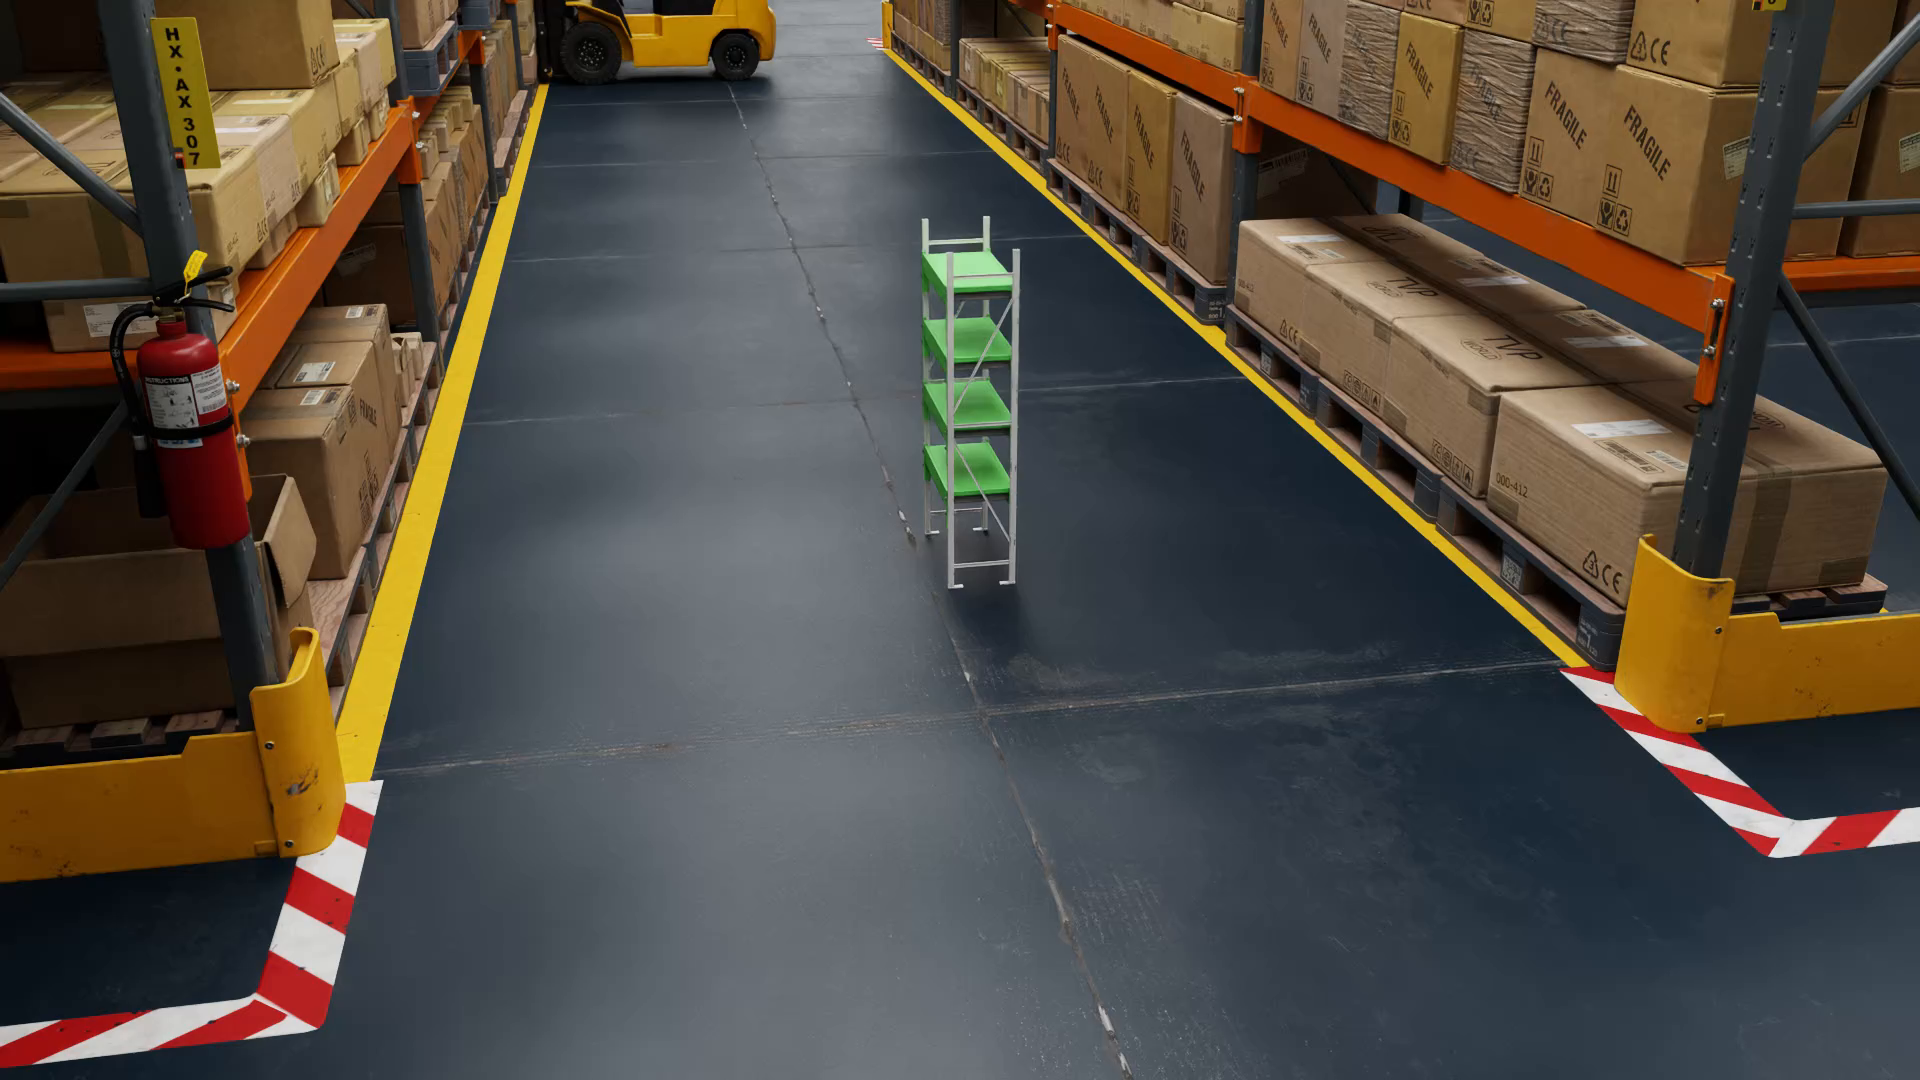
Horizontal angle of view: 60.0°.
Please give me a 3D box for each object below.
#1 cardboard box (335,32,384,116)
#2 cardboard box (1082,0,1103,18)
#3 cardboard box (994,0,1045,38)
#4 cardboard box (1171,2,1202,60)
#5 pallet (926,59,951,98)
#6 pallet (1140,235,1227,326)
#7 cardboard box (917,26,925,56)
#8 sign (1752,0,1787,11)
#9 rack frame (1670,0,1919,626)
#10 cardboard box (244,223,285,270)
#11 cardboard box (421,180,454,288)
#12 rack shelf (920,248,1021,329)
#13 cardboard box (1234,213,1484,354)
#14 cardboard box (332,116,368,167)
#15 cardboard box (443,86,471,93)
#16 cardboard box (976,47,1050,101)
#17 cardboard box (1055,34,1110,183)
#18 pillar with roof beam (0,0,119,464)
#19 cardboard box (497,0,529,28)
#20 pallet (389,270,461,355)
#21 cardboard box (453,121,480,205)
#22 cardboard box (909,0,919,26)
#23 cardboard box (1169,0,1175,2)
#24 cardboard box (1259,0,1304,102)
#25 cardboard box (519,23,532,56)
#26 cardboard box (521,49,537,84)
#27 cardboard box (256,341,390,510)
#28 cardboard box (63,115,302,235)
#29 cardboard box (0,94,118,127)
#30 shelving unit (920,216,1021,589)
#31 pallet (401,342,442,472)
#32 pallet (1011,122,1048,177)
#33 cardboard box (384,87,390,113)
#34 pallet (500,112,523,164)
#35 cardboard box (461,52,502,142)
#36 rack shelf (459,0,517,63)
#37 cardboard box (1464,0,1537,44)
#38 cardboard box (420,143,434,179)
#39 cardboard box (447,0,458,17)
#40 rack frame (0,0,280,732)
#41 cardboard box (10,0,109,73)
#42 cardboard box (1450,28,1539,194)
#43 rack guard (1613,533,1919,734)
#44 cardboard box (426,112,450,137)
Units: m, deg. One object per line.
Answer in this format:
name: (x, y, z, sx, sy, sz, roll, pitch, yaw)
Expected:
cardboard box: (-2.544, -1.809, 6.461, 0.500, 0.250, 0.500, -4, 24, -10)
cardboard box: (1.108, -3.582, 10.890, 0.500, 0.250, 0.500, -5, 24, -11)
cardboard box: (0.569, -5.164, 16.299, 0.500, 0.500, 0.500, -3, 24, -7)
cardboard box: (1.468, -2.778, 9.051, 0.500, 0.250, 0.500, -5, 24, -10)
pallet: (0.254, -4.619, 16.563, 1.003, 0.211, 1.213, -4, 24, -10)
pallet: (1.675, -1.509, 9.441, 1.003, 0.211, 1.213, -4, 24, -10)
cardboard box: (-0.158, -5.190, 17.295, 0.500, 0.250, 0.500, -4, 24, -9)
sign: (2.096, -1.520, 4.240, 0.100, 0.325, 0.005, -4, 24, -10)
rack frame: (2.632, -0.915, 4.598, 1.000, 3.000, 0.127, -4, 24, -10)
cardboard box: (-2.199, -0.882, 4.837, 0.380, 0.149, 0.250, -4, 24, -8)
cardboard box: (-2.962, -1.583, 8.724, 0.500, 0.500, 0.500, -5, 24, -10)
rack shelf: (0.031, -0.866, 5.694, 0.258, 0.148, 0.480, -4, 24, -10)
cardboard box: (1.903, -1.252, 8.046, 0.875, 0.438, 0.875, -5, 24, -11)
cardboard box: (-2.440, -1.493, 6.235, 0.380, 0.149, 0.250, -5, 24, -11)
cardboard box: (-3.385, -2.862, 10.843, 0.380, 0.149, 0.250, -5, 24, -12)
cardboard box: (0.649, -4.135, 14.729, 0.950, 0.372, 0.625, -3, 24, -6)
cardboard box: (1.199, -3.003, 11.508, 0.875, 0.875, 0.875, -5, 24, -10)
pillar with roof beam: (0.488, -4.847, 6.105, 9.100, 9.000, 0.400, -4, 24, -10)
cardboard box: (-4.246, -4.871, 15.316, 0.500, 0.250, 0.500, -5, 24, -11)
pallet: (-3.173, -1.159, 8.641, 1.003, 0.211, 1.213, -4, 24, -10)
cardboard box: (-3.353, -2.392, 10.578, 0.500, 0.500, 0.500, -5, 24, -11)
cardboard box: (-0.259, -5.735, 17.606, 0.500, 0.500, 0.500, -4, 24, -9)
cardboard box: (1.370, -3.204, 9.401, 0.500, 0.250, 0.500, -4, 24, -8)
cardboard box: (1.722, -2.331, 7.714, 0.500, 0.500, 0.500, -4, 24, -8)
cardboard box: (-4.251, -4.641, 15.415, 0.500, 0.250, 0.500, -4, 24, -10)
cardboard box: (-4.229, -4.414, 15.519, 0.500, 0.250, 0.500, -4, 24, -9)
cardboard box: (-2.385, -0.396, 6.006, 0.500, 0.500, 0.500, -4, 24, -9)
cardboard box: (-2.158, -1.011, 4.633, 0.500, 0.250, 0.500, -4, 24, -9)
cardboard box: (-2.773, -1.174, 5.005, 0.500, 0.250, 0.500, -4, 24, -8)
shelving unit: (0.031, -0.485, 5.861, 0.258, 1.200, 0.503, -4, 24, -10)
pallet: (-2.859, -0.572, 7.296, 1.003, 0.211, 1.213, -4, 24, -10)
pallet: (1.009, -3.092, 13.065, 1.003, 0.211, 1.213, -4, 24, -10)
cardboard box: (-2.678, -1.898, 7.162, 0.380, 0.149, 0.250, -4, 24, -9)
pallet: (-4.061, -3.221, 13.361, 1.003, 0.211, 1.213, -4, 24, -10)
cardboard box: (-3.955, -3.300, 12.501, 0.875, 0.625, 0.625, -4, 24, -8)
rack shelf: (-4.095, -4.150, 12.904, 1.077, 0.370, 4.000, -4, 24, -10)
cardboard box: (2.095, -1.990, 5.684, 0.500, 0.500, 0.500, -4, 24, -10)
cardboard box: (-3.050, -2.036, 8.952, 0.380, 0.149, 0.250, -4, 24, -10)
cardboard box: (-3.096, -3.077, 8.899, 0.700, 0.500, 0.500, -4, 24, -10)
rack frame: (-2.246, -0.547, 3.754, 1.000, 3.000, 0.127, -4, 24, -10)
cardboard box: (-2.971, -1.926, 5.790, 0.500, 0.500, 0.500, -5, 24, -11)
cardboard box: (2.100, -1.532, 5.884, 0.500, 0.500, 0.500, -4, 24, -8)
rack guard: (2.636, 0.240, 5.077, 1.175, 0.500, 0.348, -4, 24, -10)
cardboard box: (-3.248, -2.445, 9.888, 0.380, 0.149, 0.250, -5, 24, -11)
